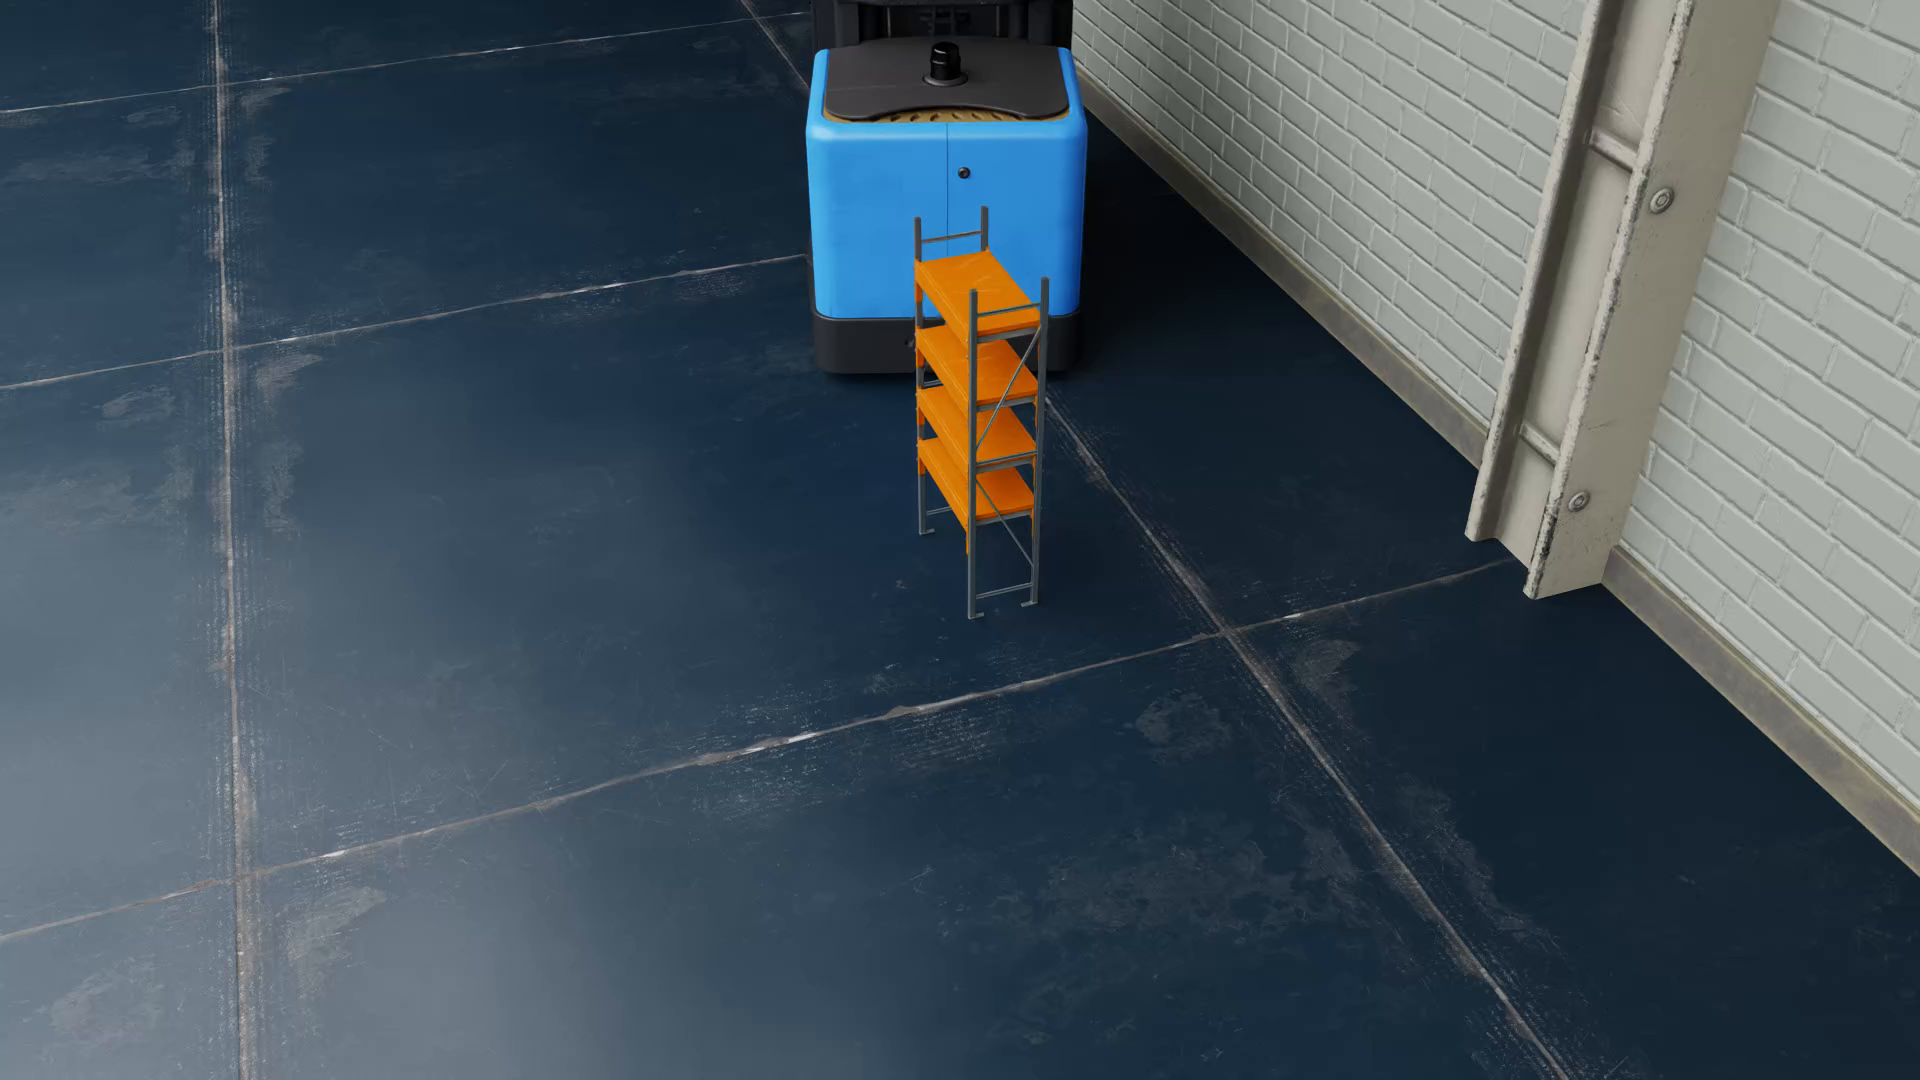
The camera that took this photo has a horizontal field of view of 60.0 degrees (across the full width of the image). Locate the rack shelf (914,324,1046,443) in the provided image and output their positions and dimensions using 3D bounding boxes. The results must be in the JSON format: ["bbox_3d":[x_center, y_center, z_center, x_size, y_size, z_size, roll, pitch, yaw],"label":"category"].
[{"bbox_3d":[0.057,-0.511,5.171,0.258,0.148,0.480,-12,39,-16],"label":"rack shelf"}]

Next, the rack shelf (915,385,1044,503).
[{"bbox_3d":[0.057,-0.332,5.305,0.258,0.148,0.480,-12,39,-16],"label":"rack shelf"}]

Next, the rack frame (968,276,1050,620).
[{"bbox_3d":[0.141,-0.248,5.082,0.240,1.200,0.015,-12,39,-16],"label":"rack frame"}]

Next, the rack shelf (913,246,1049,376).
[{"bbox_3d":[0.057,-0.700,5.028,0.258,0.148,0.480,-12,39,-16],"label":"rack shelf"}]

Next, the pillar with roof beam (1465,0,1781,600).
[{"bbox_3d":[-2.078,-2.649,1.787,9.100,9.000,0.400,-12,39,-16],"label":"pillar with roof beam"}]

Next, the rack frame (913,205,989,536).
[{"bbox_3d":[-0.027,-0.524,5.448,0.240,1.200,0.015,-12,39,-16],"label":"rack frame"}]

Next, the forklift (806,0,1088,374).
[{"bbox_3d":[-0.081,-2.678,6.869,1.130,2.935,3.031,-1,37,-1],"label":"forklift"}]

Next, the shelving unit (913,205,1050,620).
[{"bbox_3d":[0.057,-0.386,5.265,0.258,1.200,0.503,-12,39,-16],"label":"shelving unit"}]

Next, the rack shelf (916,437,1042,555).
[{"bbox_3d":[0.057,-0.173,5.425,0.258,0.148,0.480,-12,39,-16],"label":"rack shelf"}]
